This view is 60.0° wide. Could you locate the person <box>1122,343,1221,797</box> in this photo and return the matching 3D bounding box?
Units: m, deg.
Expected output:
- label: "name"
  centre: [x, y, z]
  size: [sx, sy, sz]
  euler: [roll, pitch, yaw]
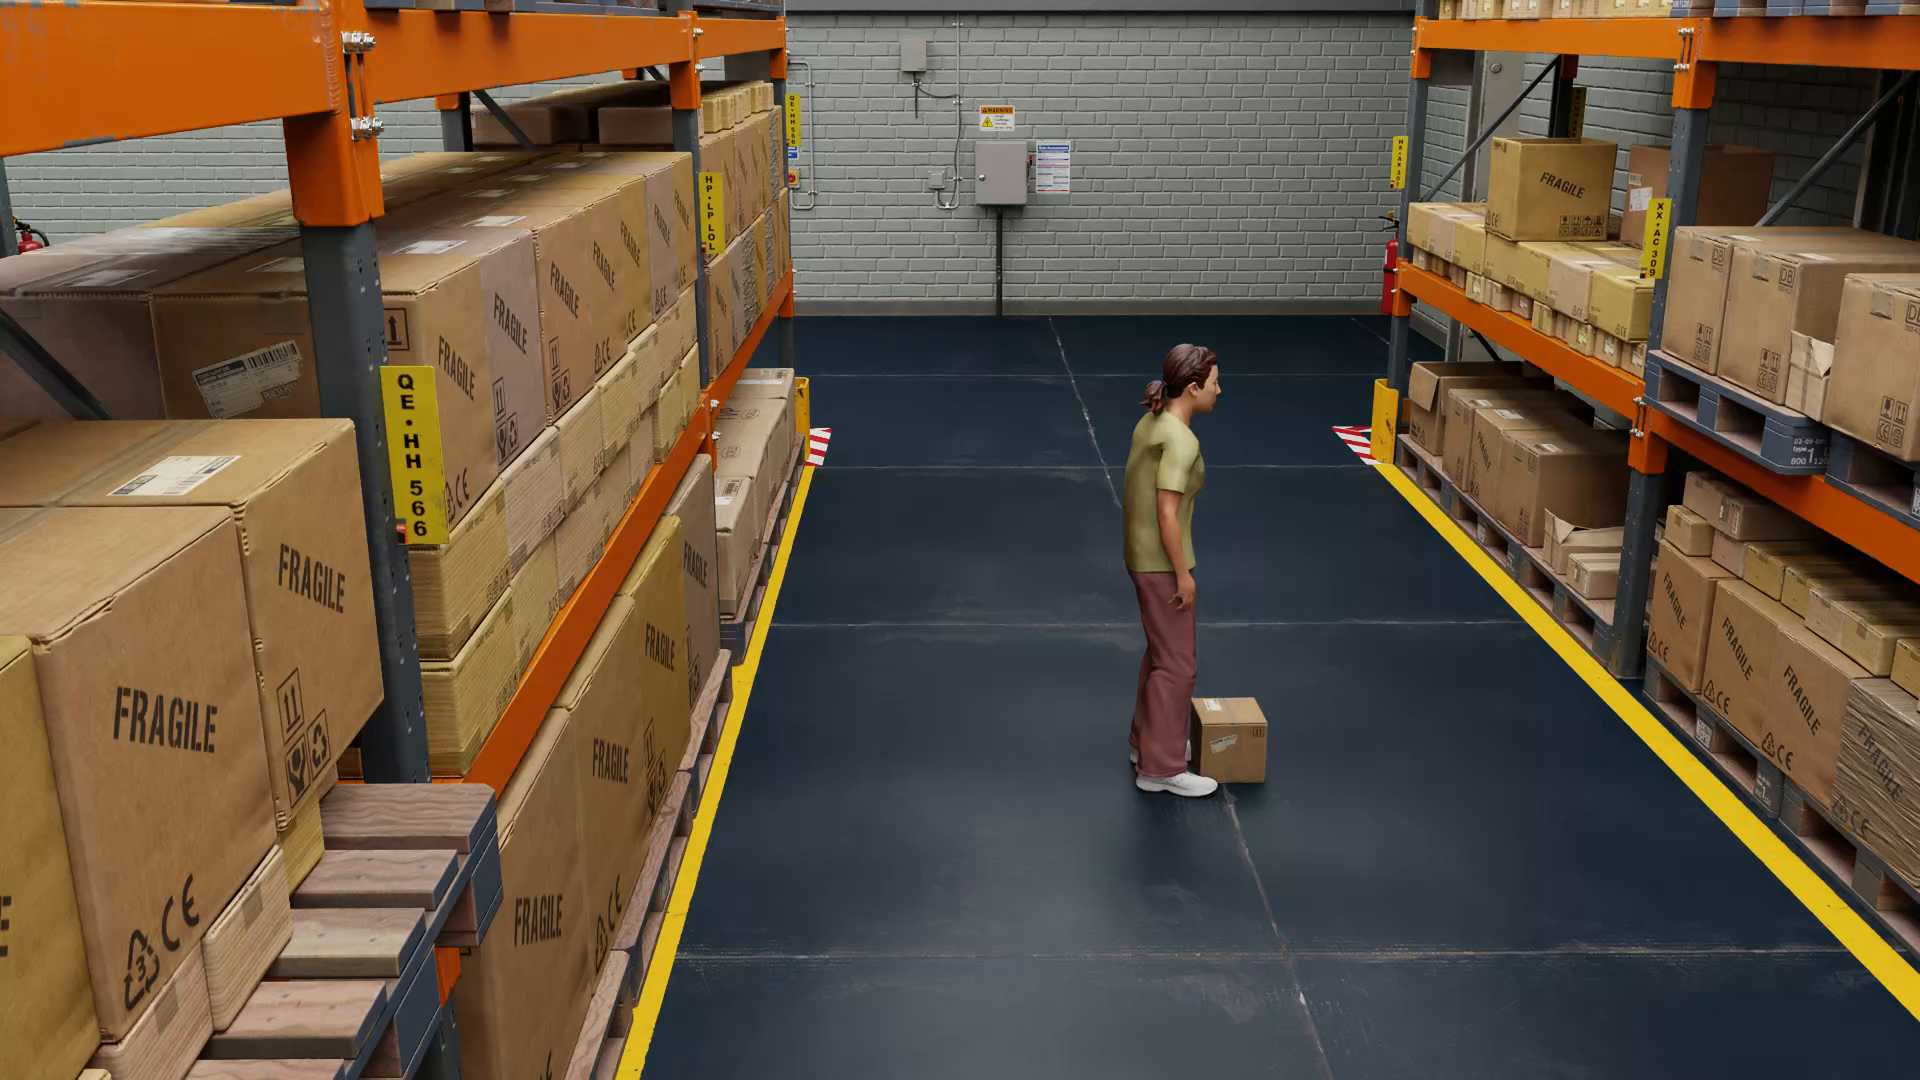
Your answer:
- label: "person"
  centre: [0.795, 0.098, 6.234]
  size: [0.371, 1.672, 0.521]
  euler: [-1, 17, -4]
